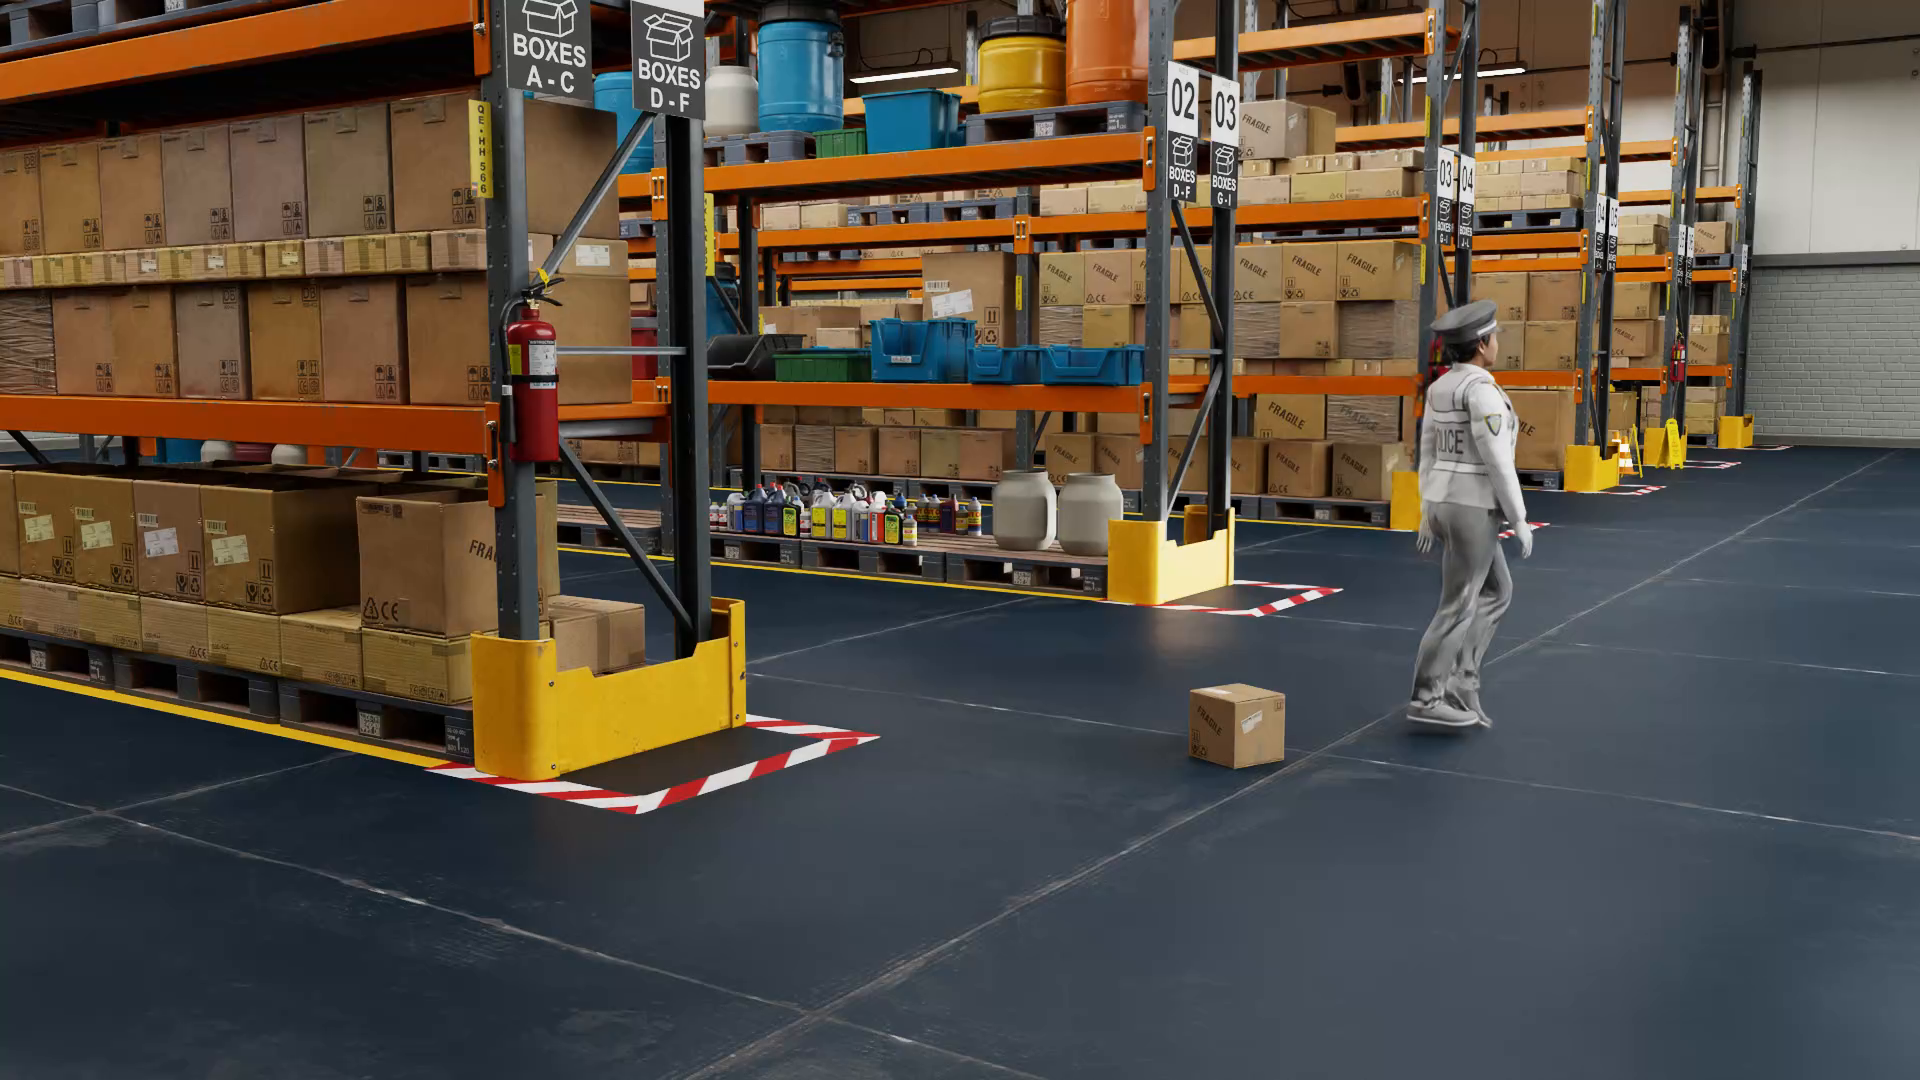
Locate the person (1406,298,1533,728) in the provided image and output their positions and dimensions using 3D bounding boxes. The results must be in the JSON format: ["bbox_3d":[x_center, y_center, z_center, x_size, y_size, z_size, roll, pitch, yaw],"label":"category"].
[{"bbox_3d":[2.008,-0.072,6.523,0.481,1.736,0.477,-1,6,-6],"label":"person"}]
